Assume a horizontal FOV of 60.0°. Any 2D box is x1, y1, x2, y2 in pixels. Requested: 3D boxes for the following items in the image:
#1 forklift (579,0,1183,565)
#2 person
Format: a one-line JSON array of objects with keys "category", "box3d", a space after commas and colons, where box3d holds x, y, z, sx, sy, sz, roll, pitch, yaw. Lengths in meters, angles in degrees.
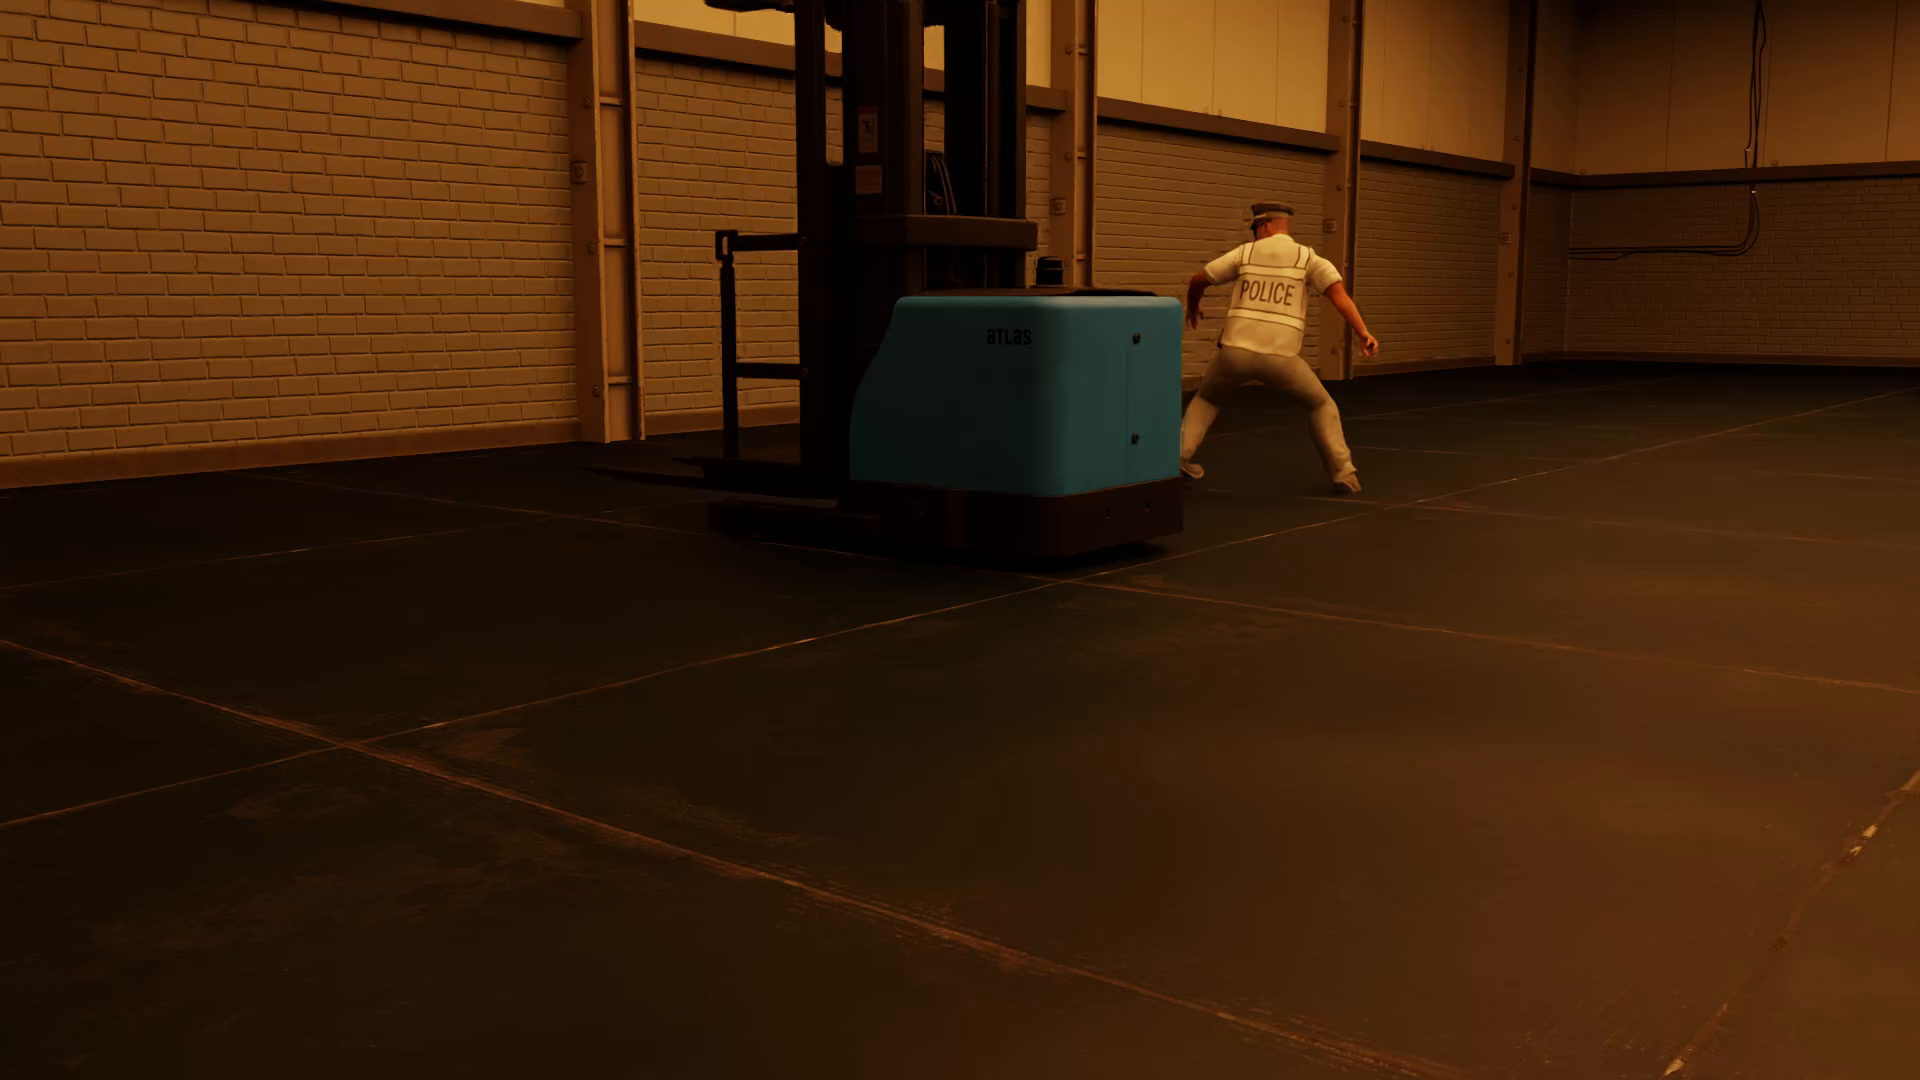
[{"category": "forklift", "box3d": [-0.515, -1.499, 7.523, 3.031, 2.935, 1.130, 6, 10, 37]}, {"category": "person", "box3d": [1.752, -1.006, 9.195, 1.151, 1.706, 0.563, 3, 9, 22]}]
